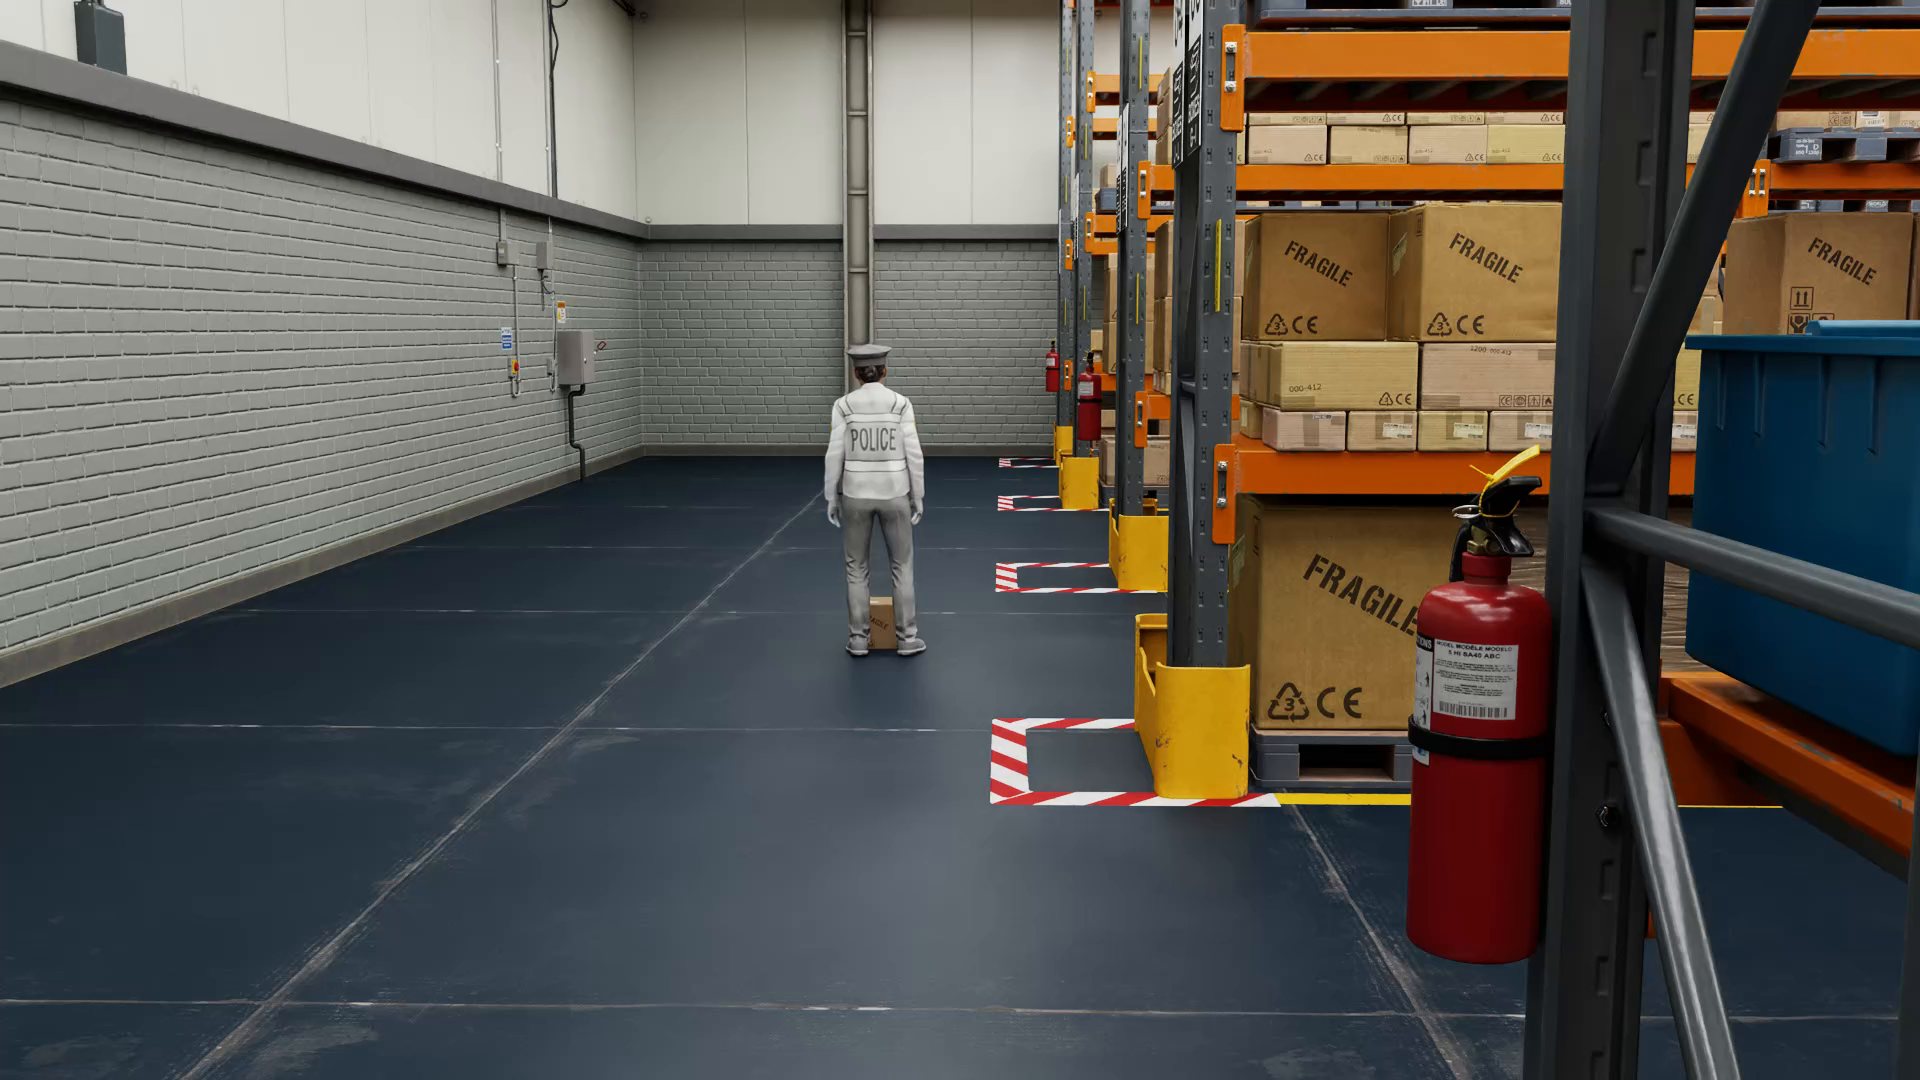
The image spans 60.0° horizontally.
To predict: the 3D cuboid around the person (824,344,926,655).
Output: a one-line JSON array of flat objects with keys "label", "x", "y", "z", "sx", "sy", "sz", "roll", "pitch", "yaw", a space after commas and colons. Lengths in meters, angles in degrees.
[{"label": "person", "x": -0.454, "y": -0.209, "z": 8.892, "sx": 0.542, "sy": 1.662, "sz": 0.376, "roll": 0, "pitch": 7, "yaw": -2}]
